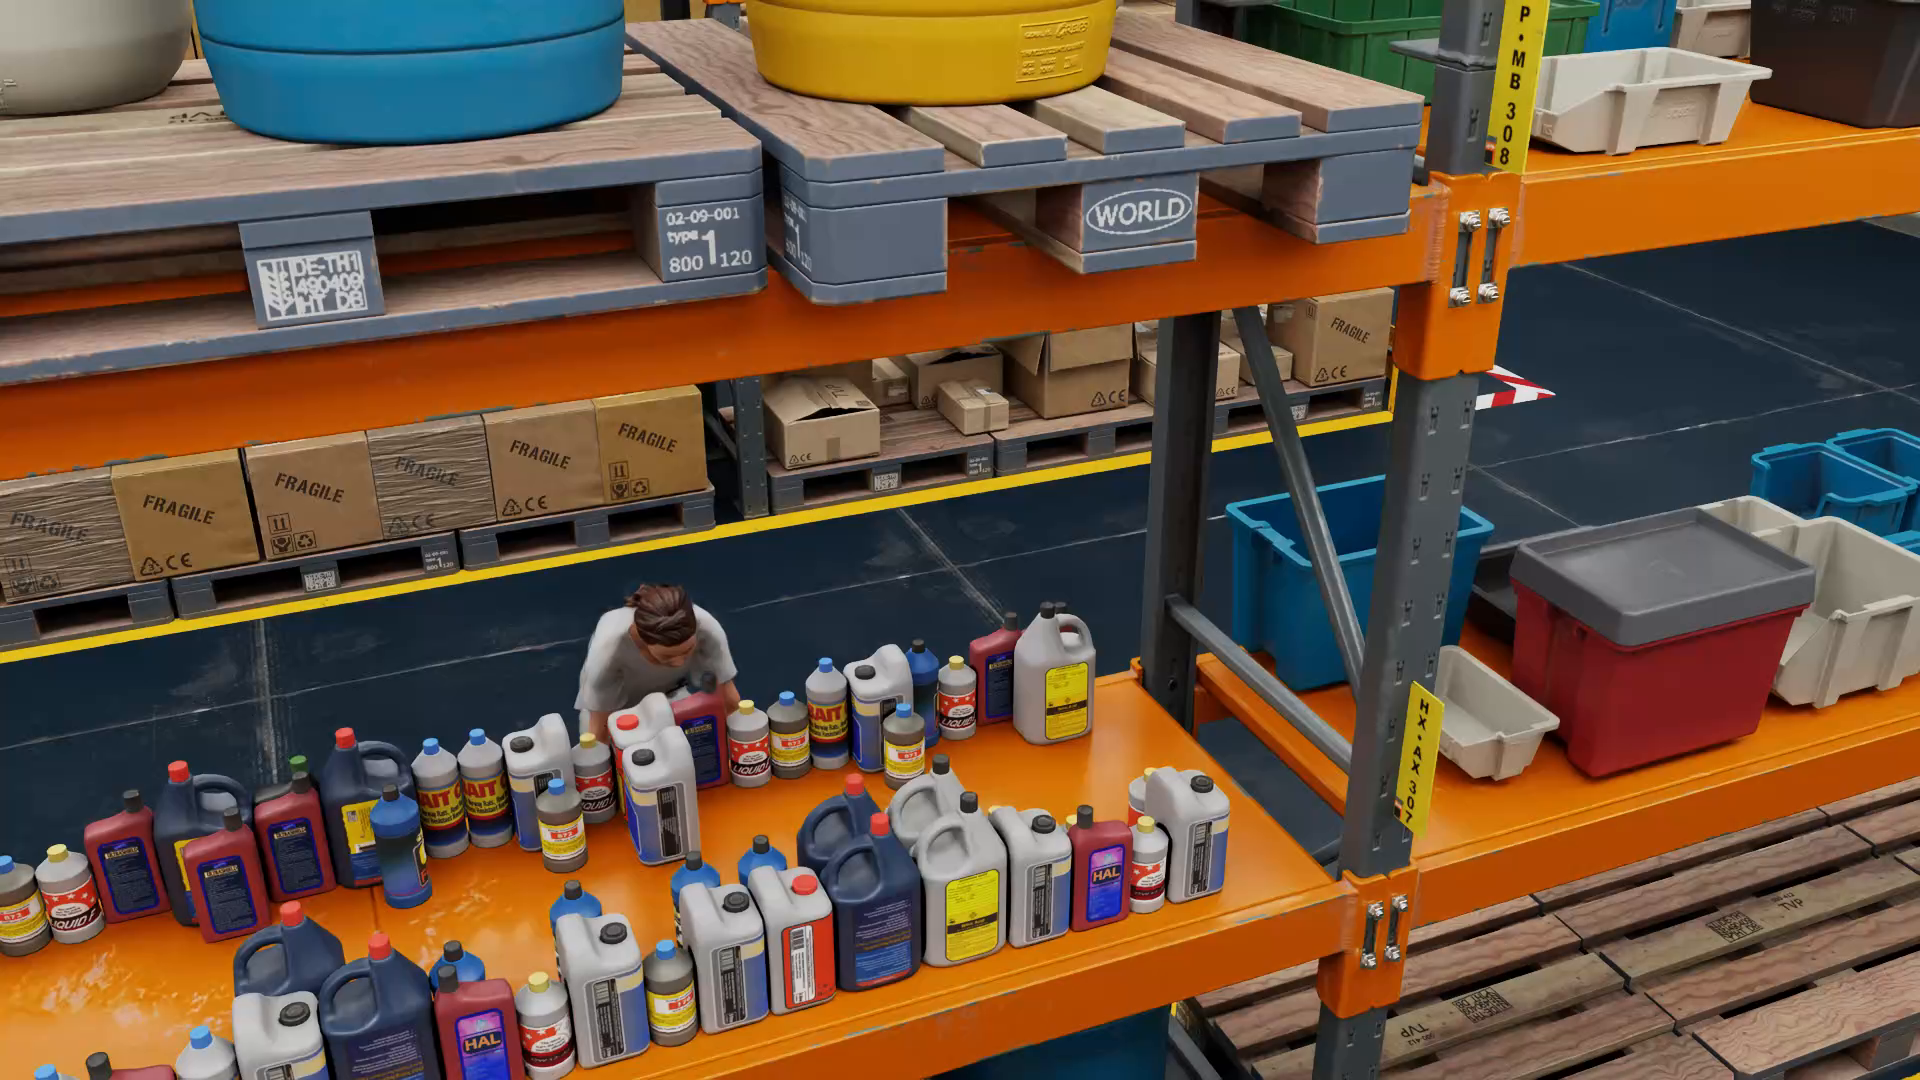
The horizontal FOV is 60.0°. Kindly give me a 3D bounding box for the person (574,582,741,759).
[{"bbox_3d":[-0.958,0.622,5.302,0.495,1.275,0.697,-11,28,-20],"label":"person"}]
